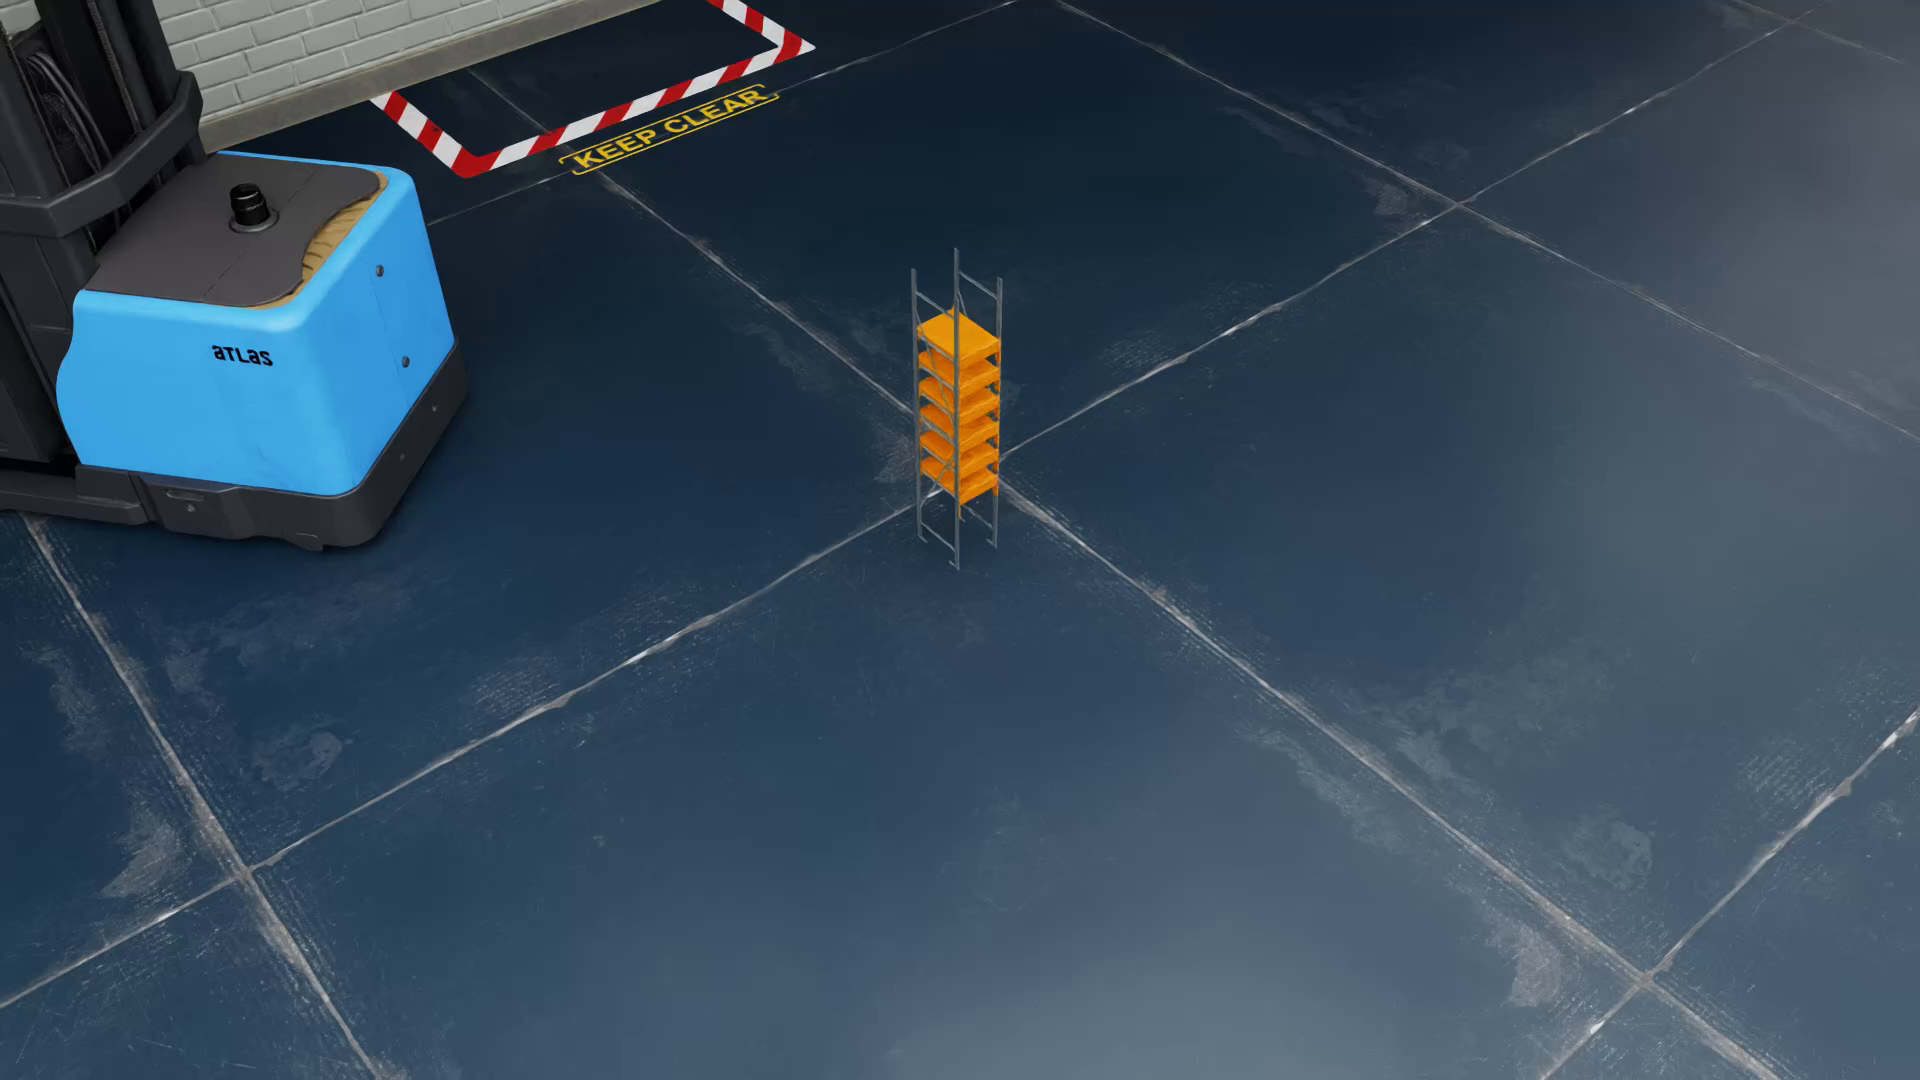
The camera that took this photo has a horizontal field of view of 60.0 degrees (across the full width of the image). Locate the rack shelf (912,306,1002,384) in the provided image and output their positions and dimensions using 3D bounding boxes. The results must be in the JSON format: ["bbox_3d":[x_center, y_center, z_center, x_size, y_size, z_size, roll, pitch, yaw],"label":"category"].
[{"bbox_3d":[-0.011,-0.661,5.616,0.180,0.103,0.258,-30,51,-28],"label":"rack shelf"}]

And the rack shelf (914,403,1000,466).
[{"bbox_3d":[-0.011,-0.399,5.863,0.180,0.103,0.258,-30,51,-28],"label":"rack shelf"}]

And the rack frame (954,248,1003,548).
[{"bbox_3d":[0.059,-0.471,5.875,0.006,1.200,0.240,-30,51,-28],"label":"rack frame"}]

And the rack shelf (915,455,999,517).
[{"bbox_3d":[-0.011,-0.224,6.027,0.180,0.103,0.258,-30,51,-28],"label":"rack shelf"}]

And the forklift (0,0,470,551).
[{"bbox_3d":[-3.570,-1.520,5.728,3.031,2.935,1.130,7,44,8],"label":"forklift"}]

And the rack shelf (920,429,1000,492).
[{"bbox_3d":[-0.011,-0.311,5.945,0.180,0.103,0.258,-30,51,-28],"label":"rack shelf"}]

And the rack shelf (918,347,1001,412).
[{"bbox_3d":[-0.011,-0.574,5.699,0.180,0.103,0.258,-30,51,-28],"label":"rack shelf"}]

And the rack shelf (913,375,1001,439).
[{"bbox_3d":[-0.011,-0.486,5.781,0.180,0.103,0.258,-30,51,-28],"label":"rack shelf"}]

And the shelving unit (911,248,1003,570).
[{"bbox_3d":[-0.011,-0.431,5.832,0.189,1.200,0.258,-30,51,-28],"label":"shelving unit"}]

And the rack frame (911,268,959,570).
[{"bbox_3d":[-0.081,-0.391,5.790,0.006,1.200,0.240,-30,51,-28],"label":"rack frame"}]
